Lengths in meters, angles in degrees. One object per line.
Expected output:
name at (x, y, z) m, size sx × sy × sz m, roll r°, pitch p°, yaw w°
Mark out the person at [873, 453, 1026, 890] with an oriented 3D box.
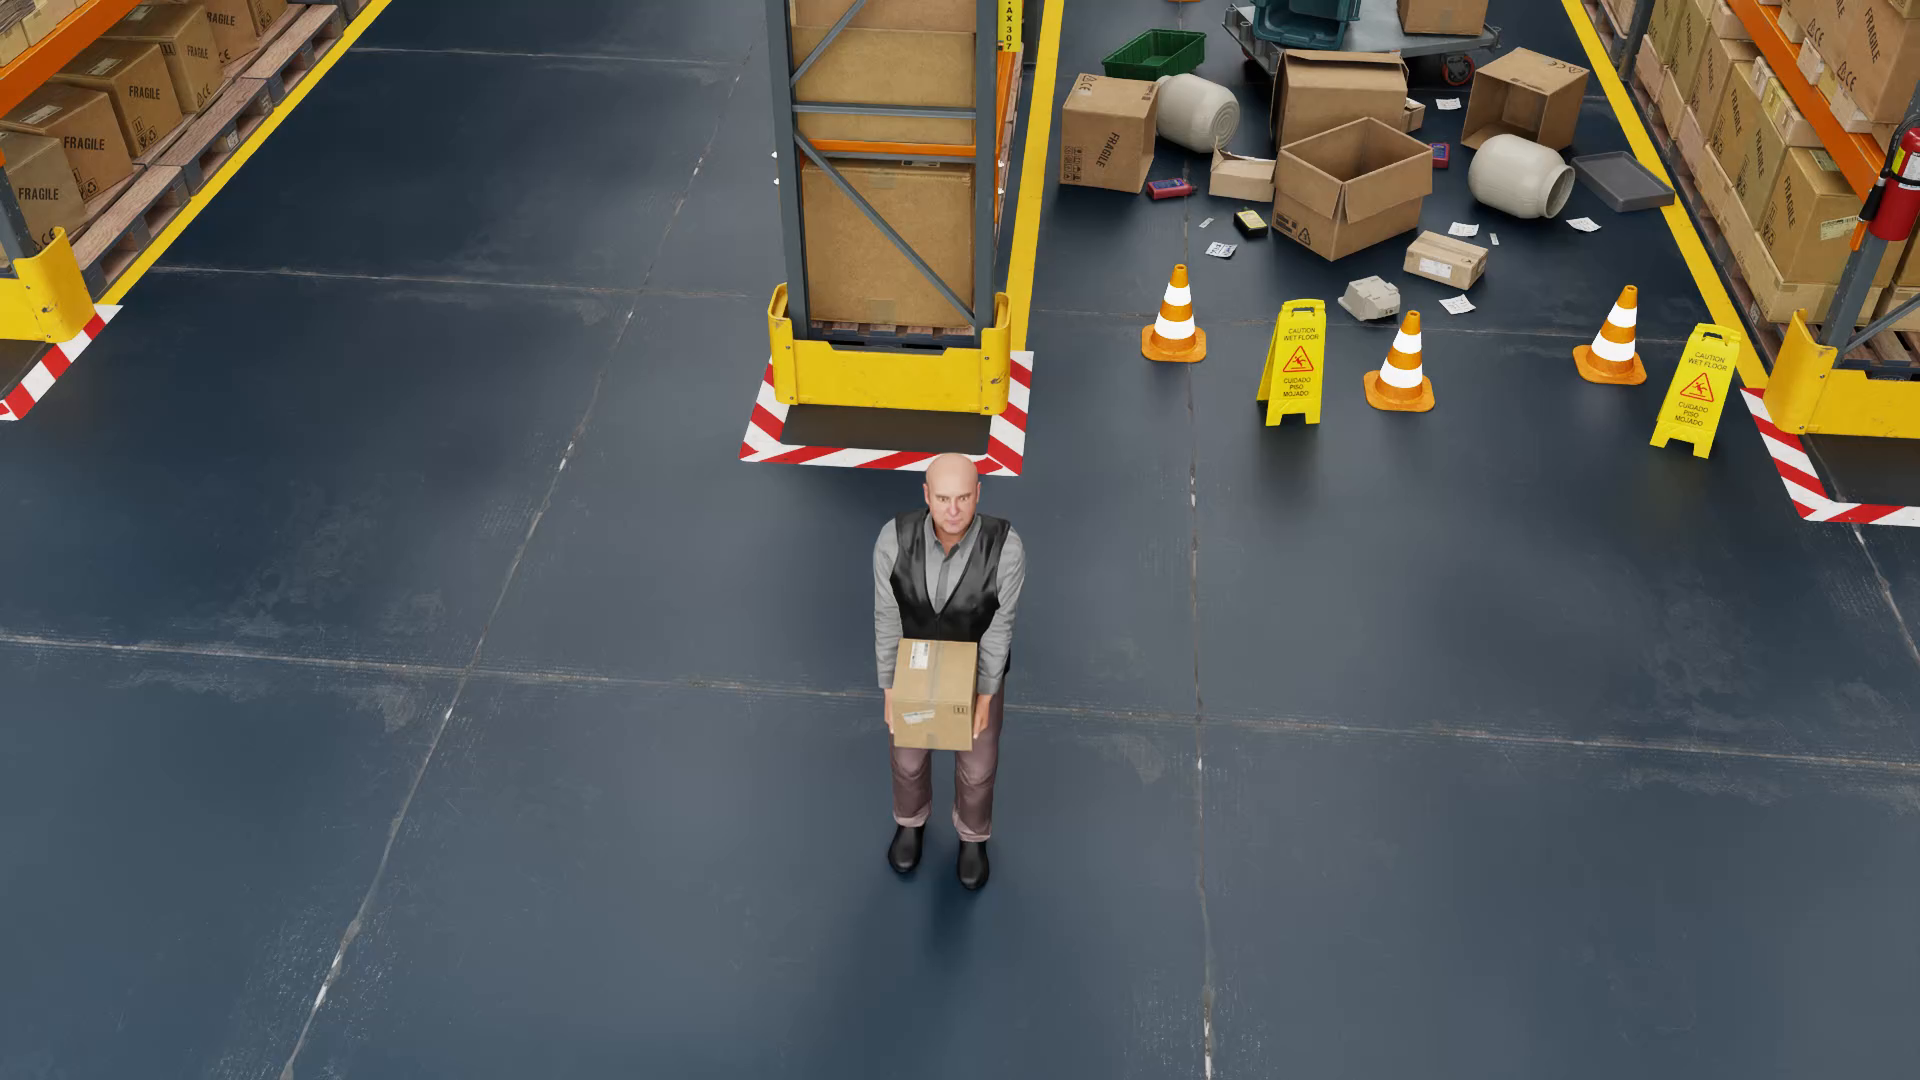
person at (-0.044, 0.506, 5.575) m, size 0.494 × 1.712 × 0.551 m, roll 3°, pitch 40°, yaw 4°
